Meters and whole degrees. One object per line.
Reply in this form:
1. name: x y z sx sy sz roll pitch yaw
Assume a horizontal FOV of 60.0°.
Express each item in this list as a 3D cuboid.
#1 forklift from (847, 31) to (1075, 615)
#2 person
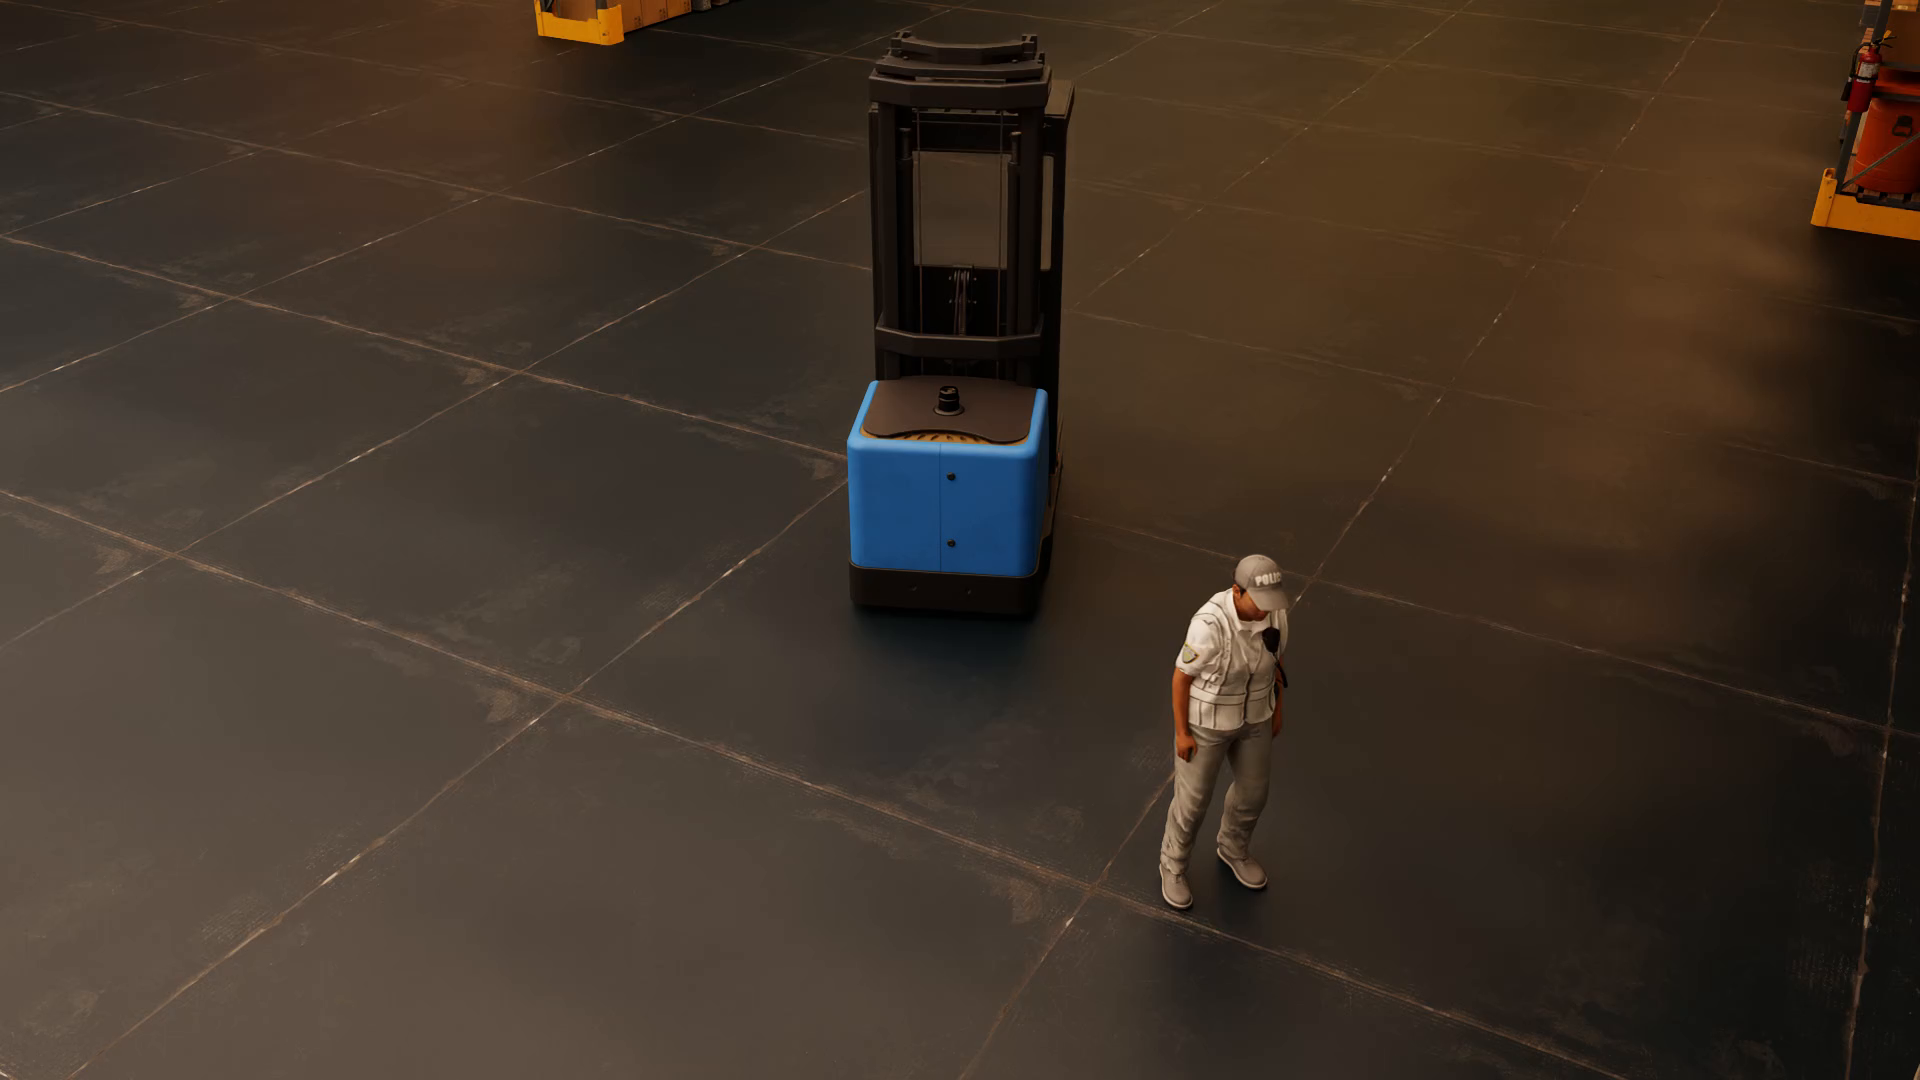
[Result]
1. forklift: 0.072 -1.572 9.794 1.130 2.935 3.031 3 30 6
2. person: 1.126 0.773 7.000 0.556 1.665 0.467 -12 32 -19
